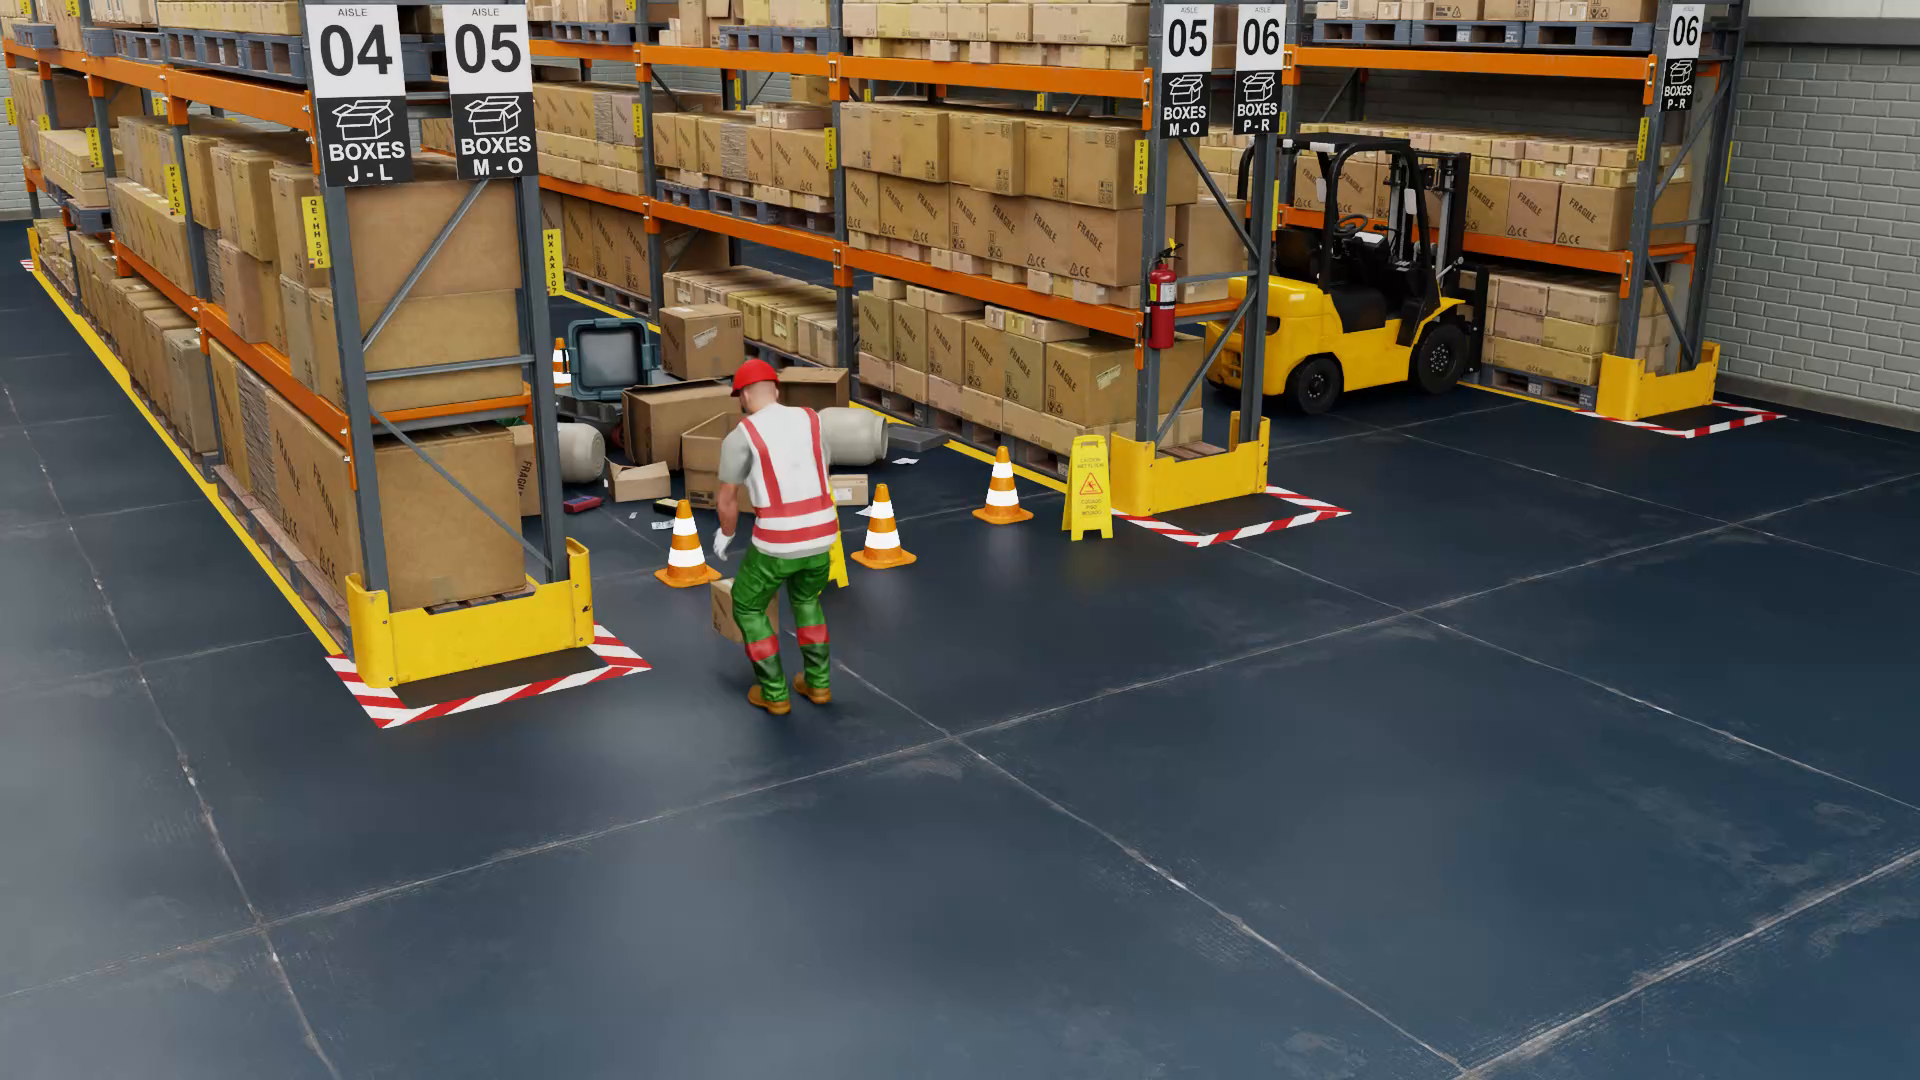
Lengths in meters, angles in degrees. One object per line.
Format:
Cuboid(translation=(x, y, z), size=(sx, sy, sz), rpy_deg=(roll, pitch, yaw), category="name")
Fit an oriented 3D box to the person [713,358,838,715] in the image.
Cuboid(translation=(-0.862, -0.011, 7.786), size=(0.564, 1.647, 0.580), rpy_deg=(-11, 21, -30), category="person")
